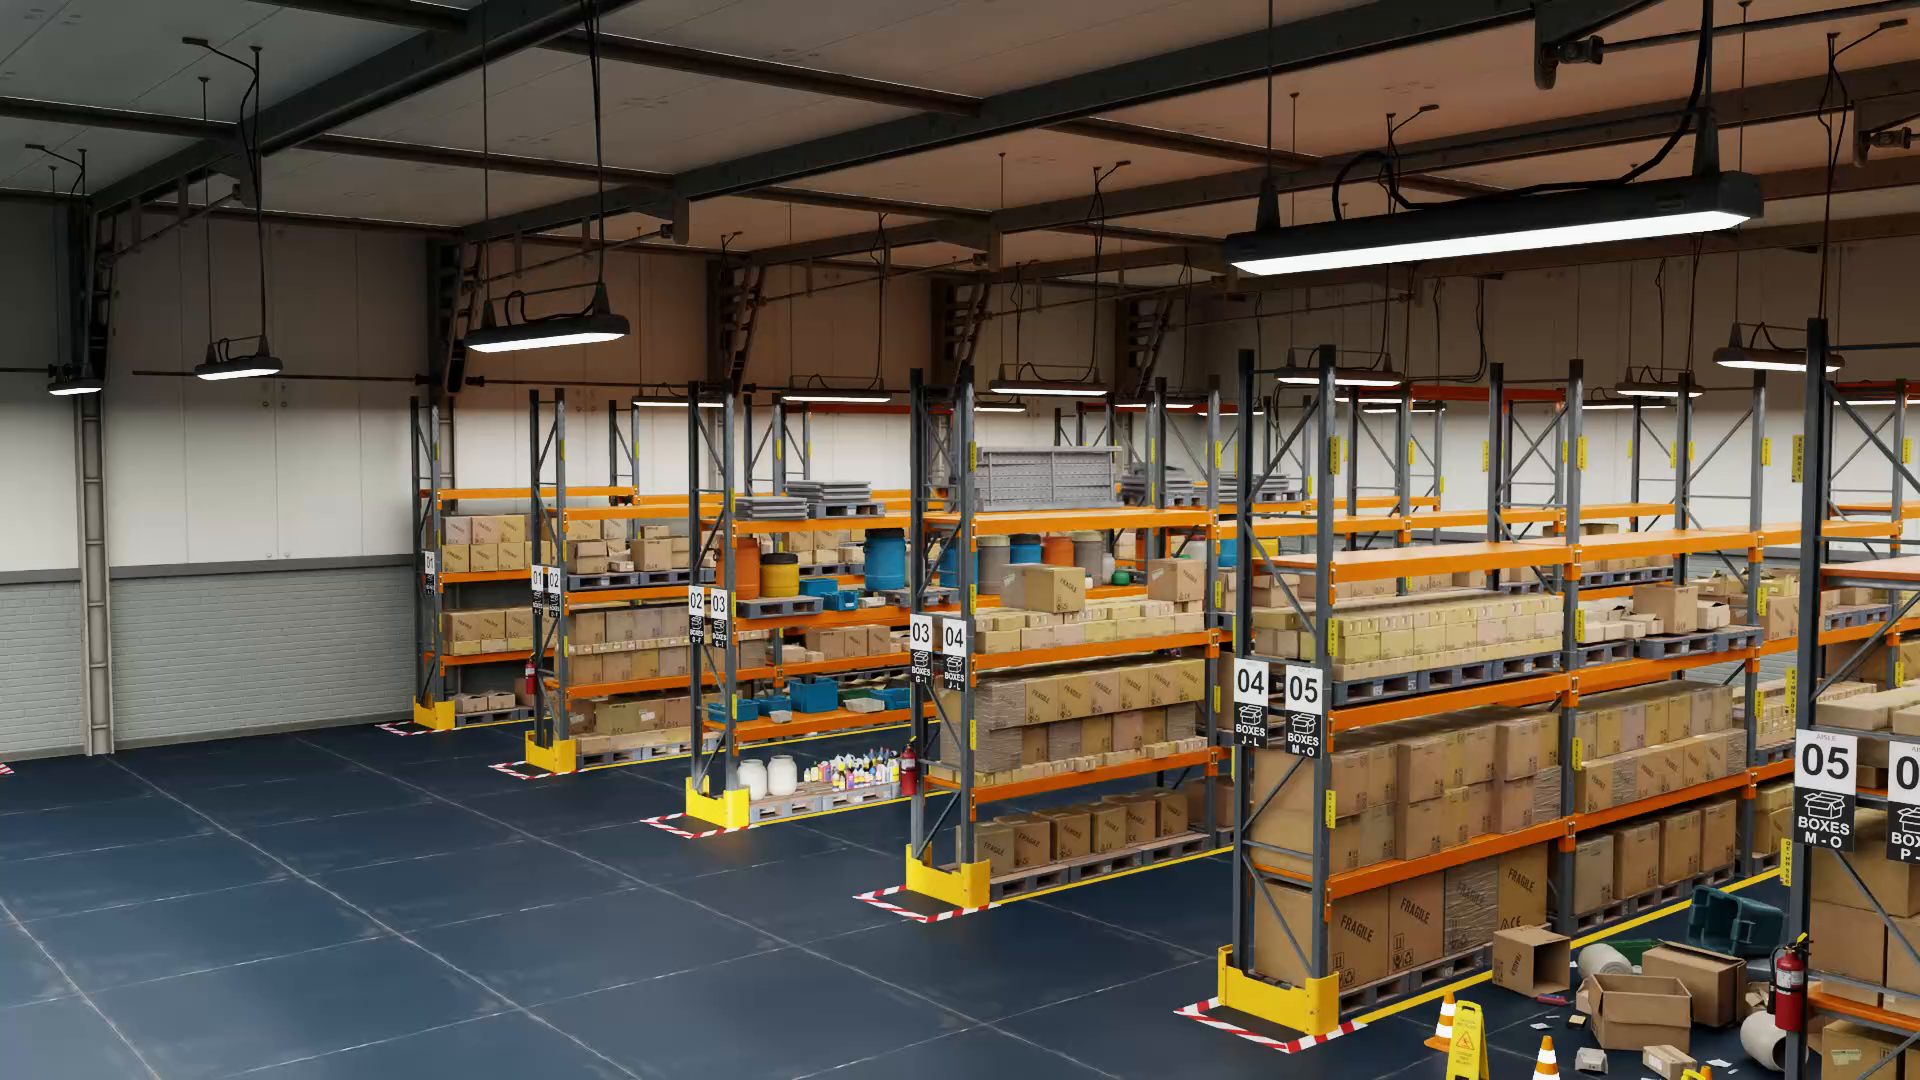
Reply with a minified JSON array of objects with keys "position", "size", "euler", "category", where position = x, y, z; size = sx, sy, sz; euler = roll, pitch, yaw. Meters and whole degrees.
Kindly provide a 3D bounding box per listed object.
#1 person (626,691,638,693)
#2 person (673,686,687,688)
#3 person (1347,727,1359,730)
[{"position":[-5.697,2.655,29.028],"size":[0.664,1.650,0.611],"euler":[-3,5,-45],"category":"person"},{"position":[-5.034,2.507,30.477],"size":[0.700,1.741,0.571],"euler":[3,4,41],"category":"person"},{"position":[4.784,3.095,20.123],"size":[0.721,1.759,0.638],"euler":[3,5,44],"category":"person"}]
